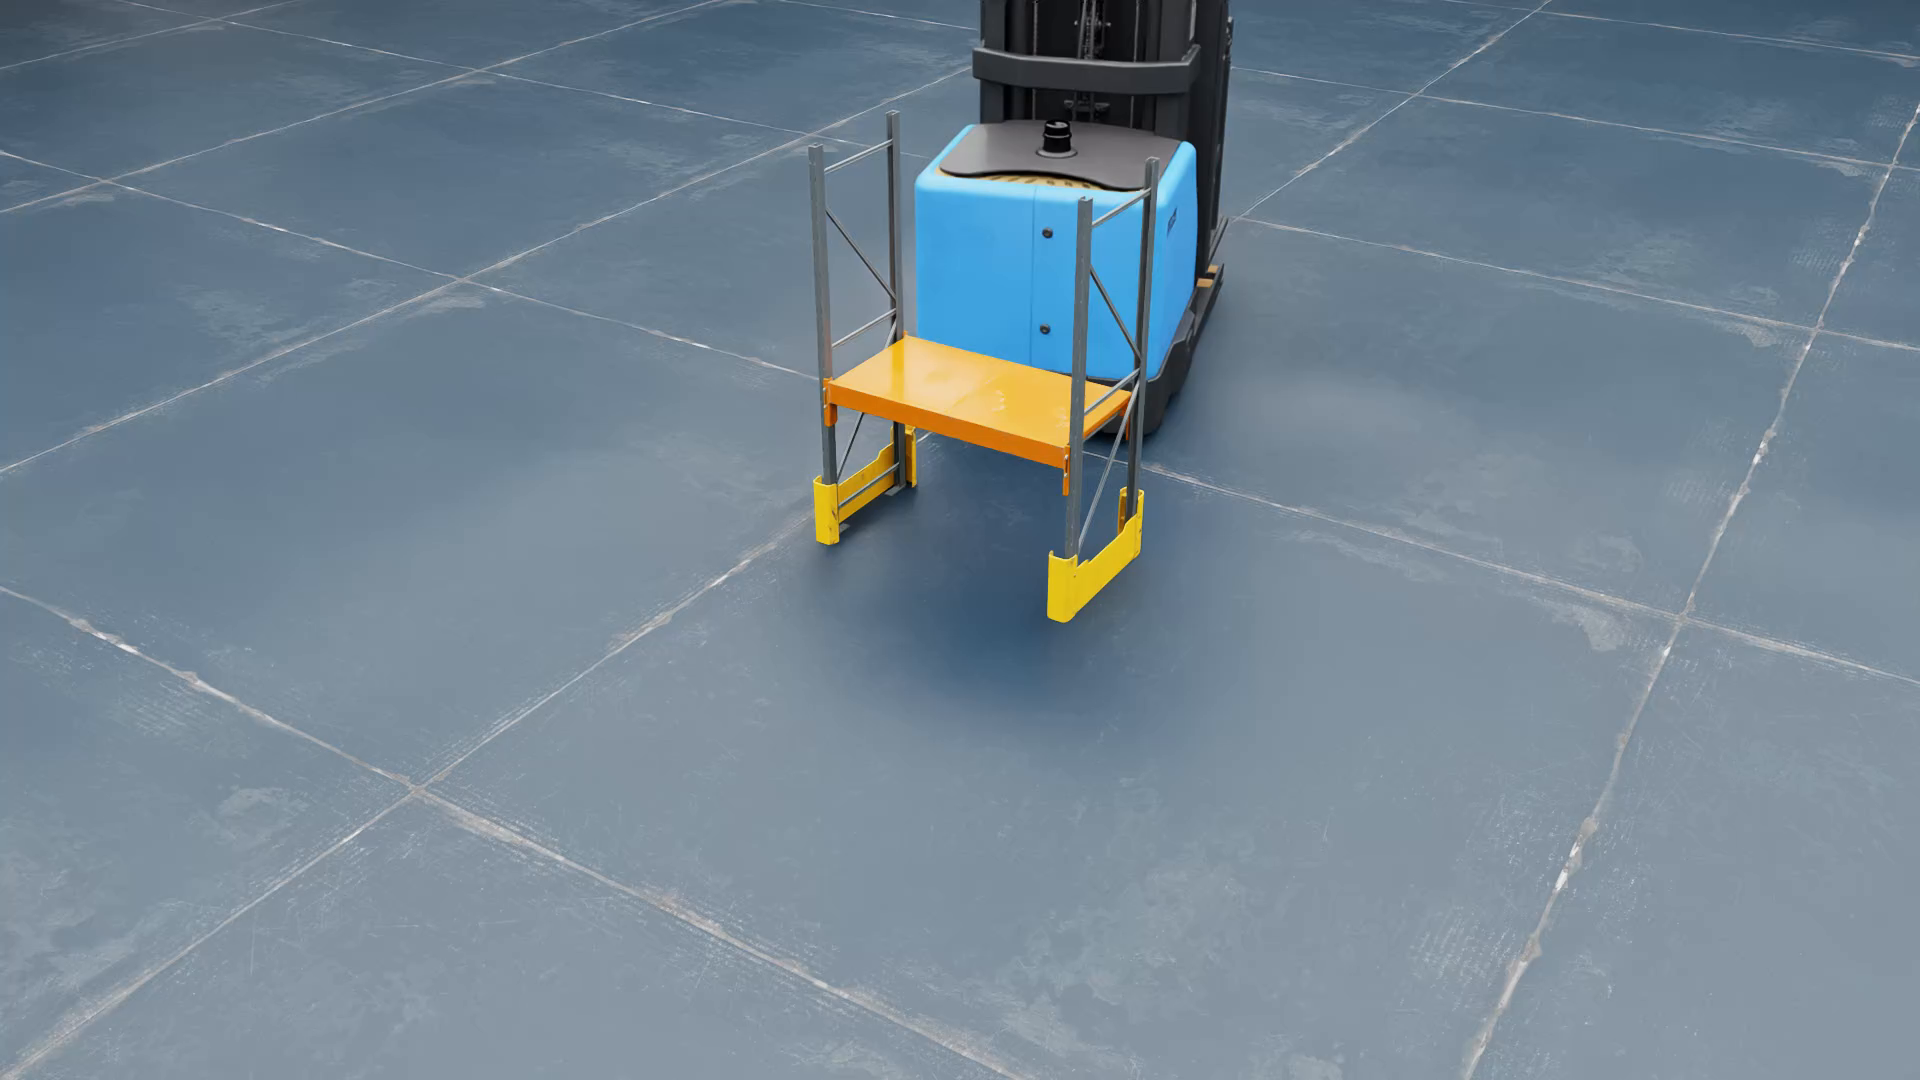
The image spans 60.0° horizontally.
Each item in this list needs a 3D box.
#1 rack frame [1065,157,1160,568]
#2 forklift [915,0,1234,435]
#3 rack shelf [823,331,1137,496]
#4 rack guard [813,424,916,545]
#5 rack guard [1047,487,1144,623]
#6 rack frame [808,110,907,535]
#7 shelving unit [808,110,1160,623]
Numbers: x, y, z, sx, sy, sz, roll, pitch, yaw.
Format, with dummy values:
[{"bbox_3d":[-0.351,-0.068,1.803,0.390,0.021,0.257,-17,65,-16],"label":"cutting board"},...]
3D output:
[{"bbox_3d":[0.503,-0.489,5.599,0.032,1.500,0.500,18,35,27],"label":"rack frame"},{"bbox_3d":[0.694,-2.427,7.501,1.130,2.935,3.031,8,31,13],"label":"forklift"},{"bbox_3d":[0.072,-0.470,5.924,1.000,0.185,0.538,18,35,27],"label":"rack shelf"},{"bbox_3d":[-0.357,-0.221,6.381,0.087,0.250,0.587,18,35,27],"label":"rack guard"},{"bbox_3d":[0.486,0.046,5.923,0.087,0.250,0.587,18,35,27],"label":"rack guard"},{"bbox_3d":[-0.358,-0.761,6.066,0.032,1.500,0.500,18,35,27],"label":"rack frame"},{"bbox_3d":[0.065,-0.627,5.837,1.083,1.500,0.587,18,35,27],"label":"shelving unit"}]
